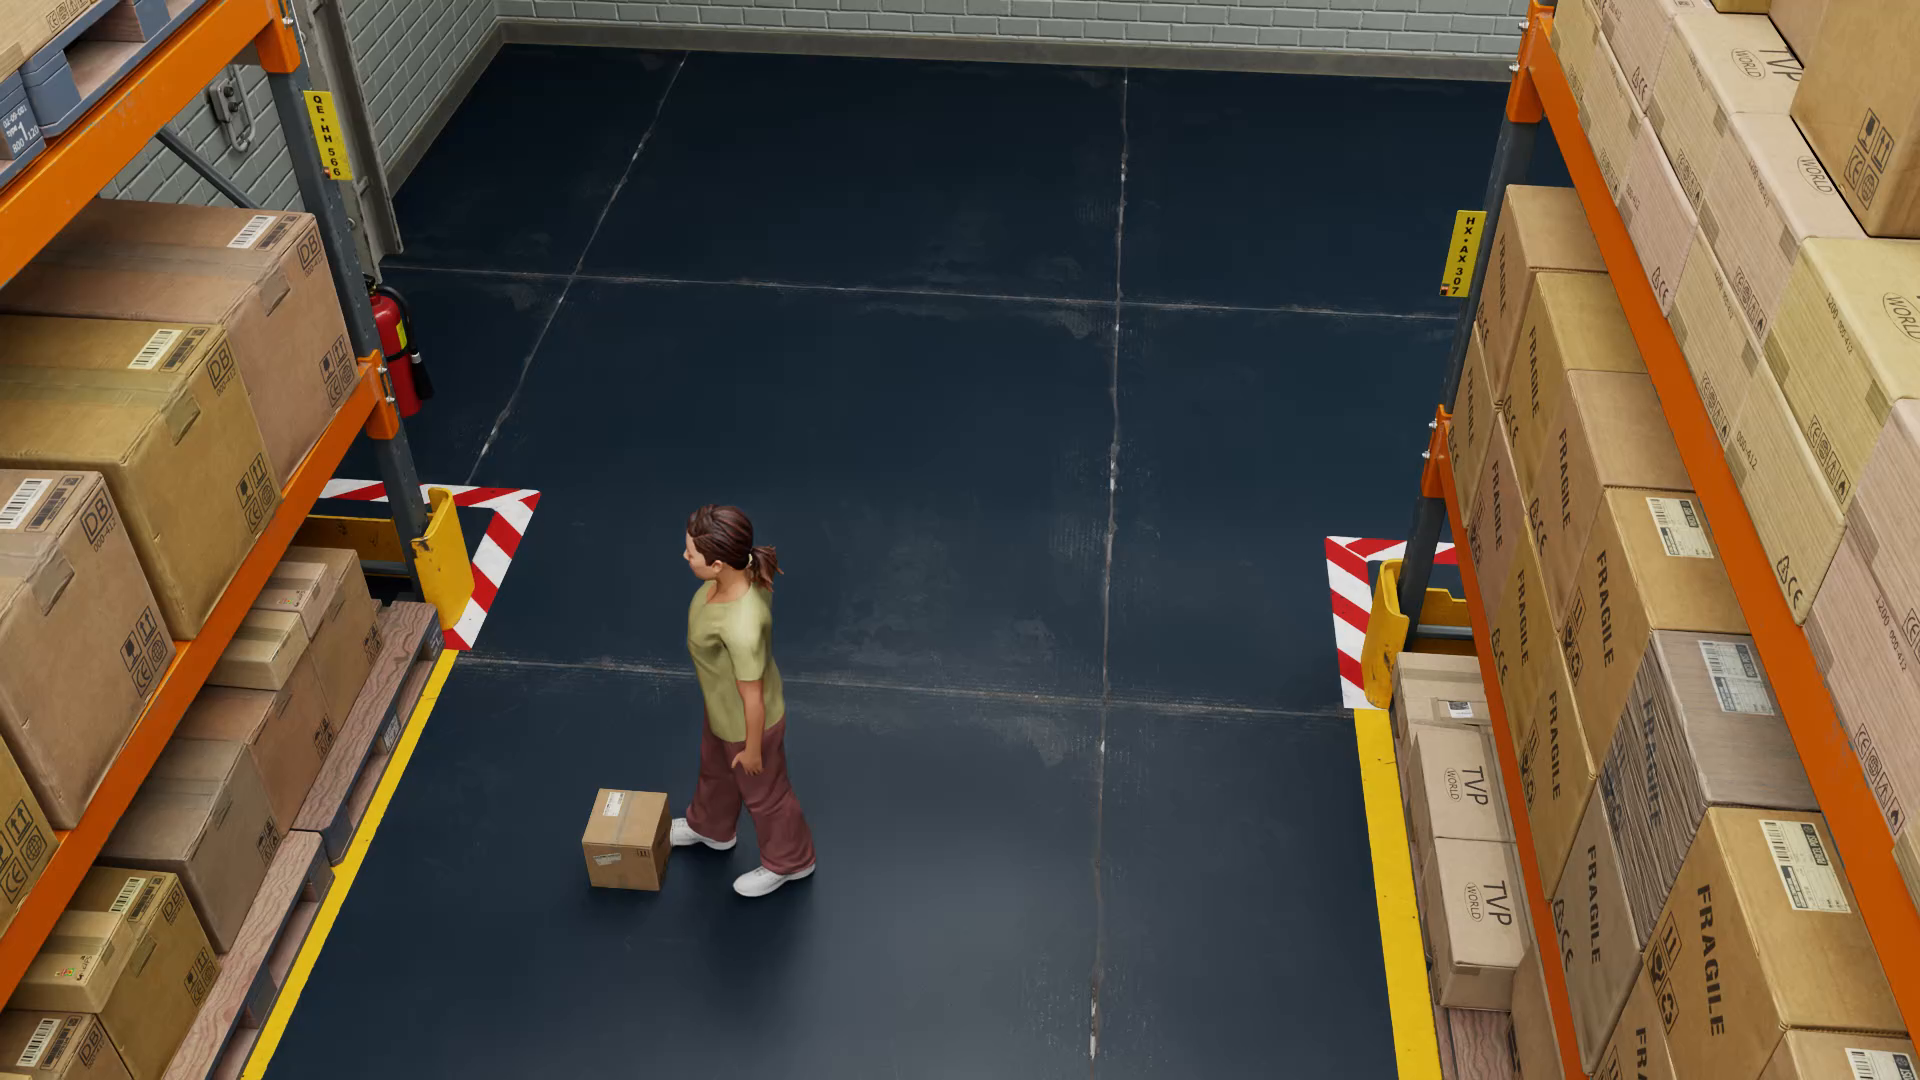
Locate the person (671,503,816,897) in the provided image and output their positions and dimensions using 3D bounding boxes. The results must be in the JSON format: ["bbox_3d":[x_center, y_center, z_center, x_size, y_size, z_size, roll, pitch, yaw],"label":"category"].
[{"bbox_3d":[-0.810,0.560,5.481,0.582,1.669,0.473,-5,41,-6],"label":"person"}]
